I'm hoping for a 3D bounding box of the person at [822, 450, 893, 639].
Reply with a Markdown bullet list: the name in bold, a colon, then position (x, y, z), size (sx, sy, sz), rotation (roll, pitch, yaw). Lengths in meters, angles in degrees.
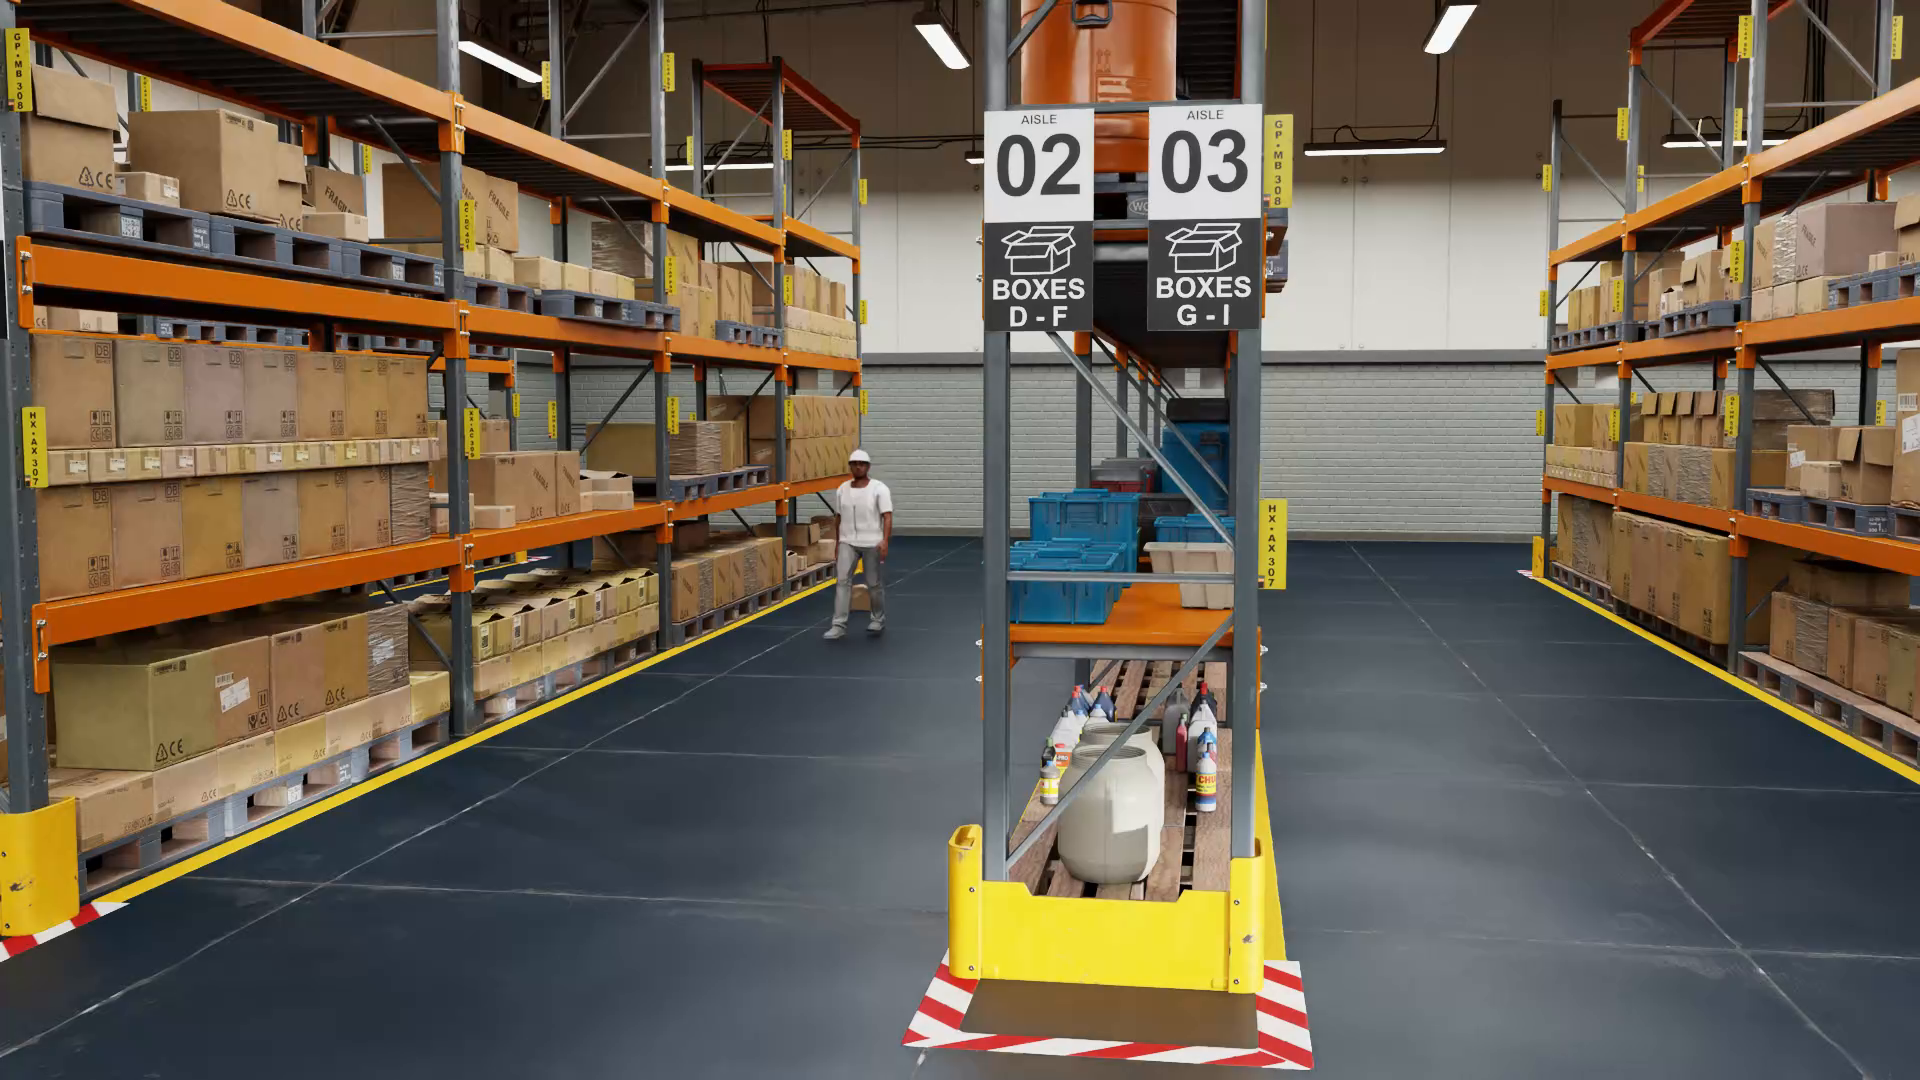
- **person**: position (-0.943, 0.026, 15.404), size (0.624, 1.715, 0.973), rotation (1, 5, 14)
